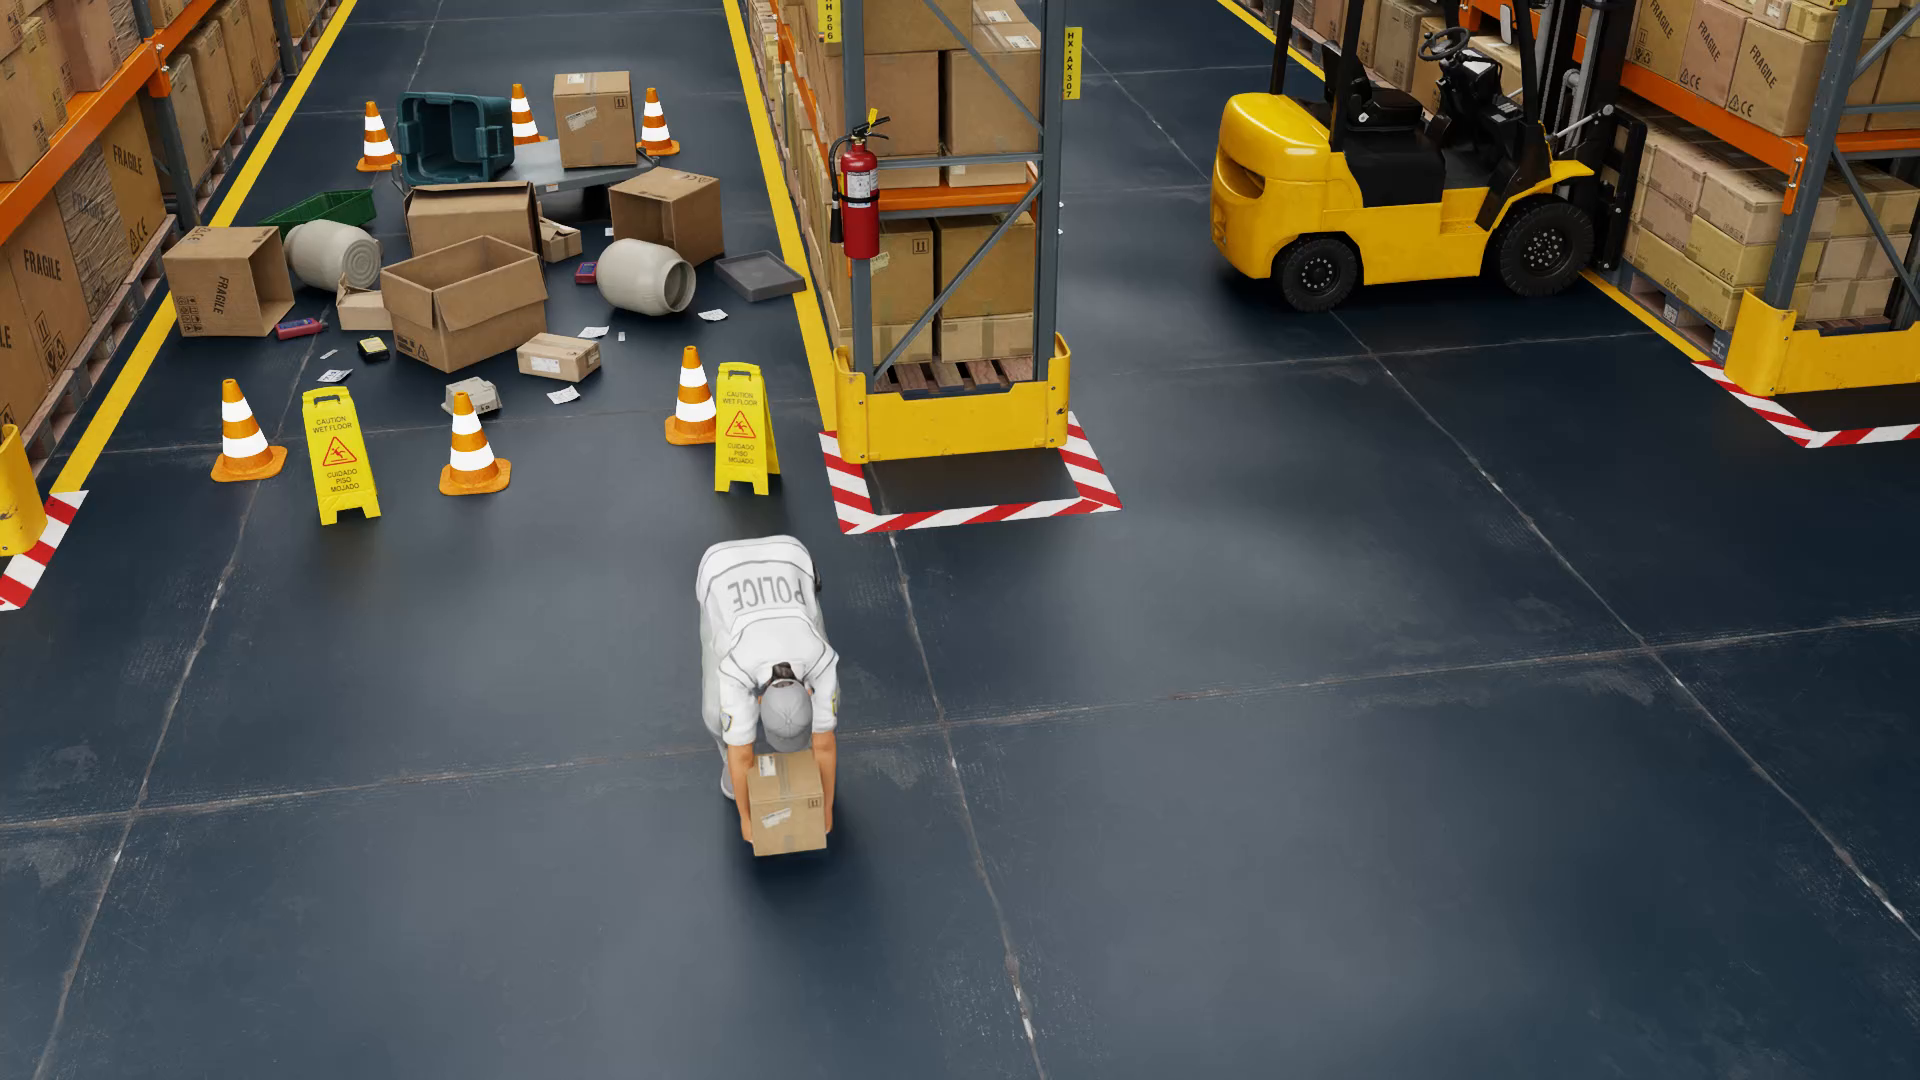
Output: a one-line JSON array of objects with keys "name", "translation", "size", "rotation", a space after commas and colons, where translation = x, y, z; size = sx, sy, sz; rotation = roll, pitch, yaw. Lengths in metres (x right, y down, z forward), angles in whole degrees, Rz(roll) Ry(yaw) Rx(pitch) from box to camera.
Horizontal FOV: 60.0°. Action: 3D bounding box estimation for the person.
[{"name": "person", "translation": [-0.667, 0.551, 5.893], "size": [0.496, 0.966, 0.940], "rotation": [-7, 32, -11]}]
